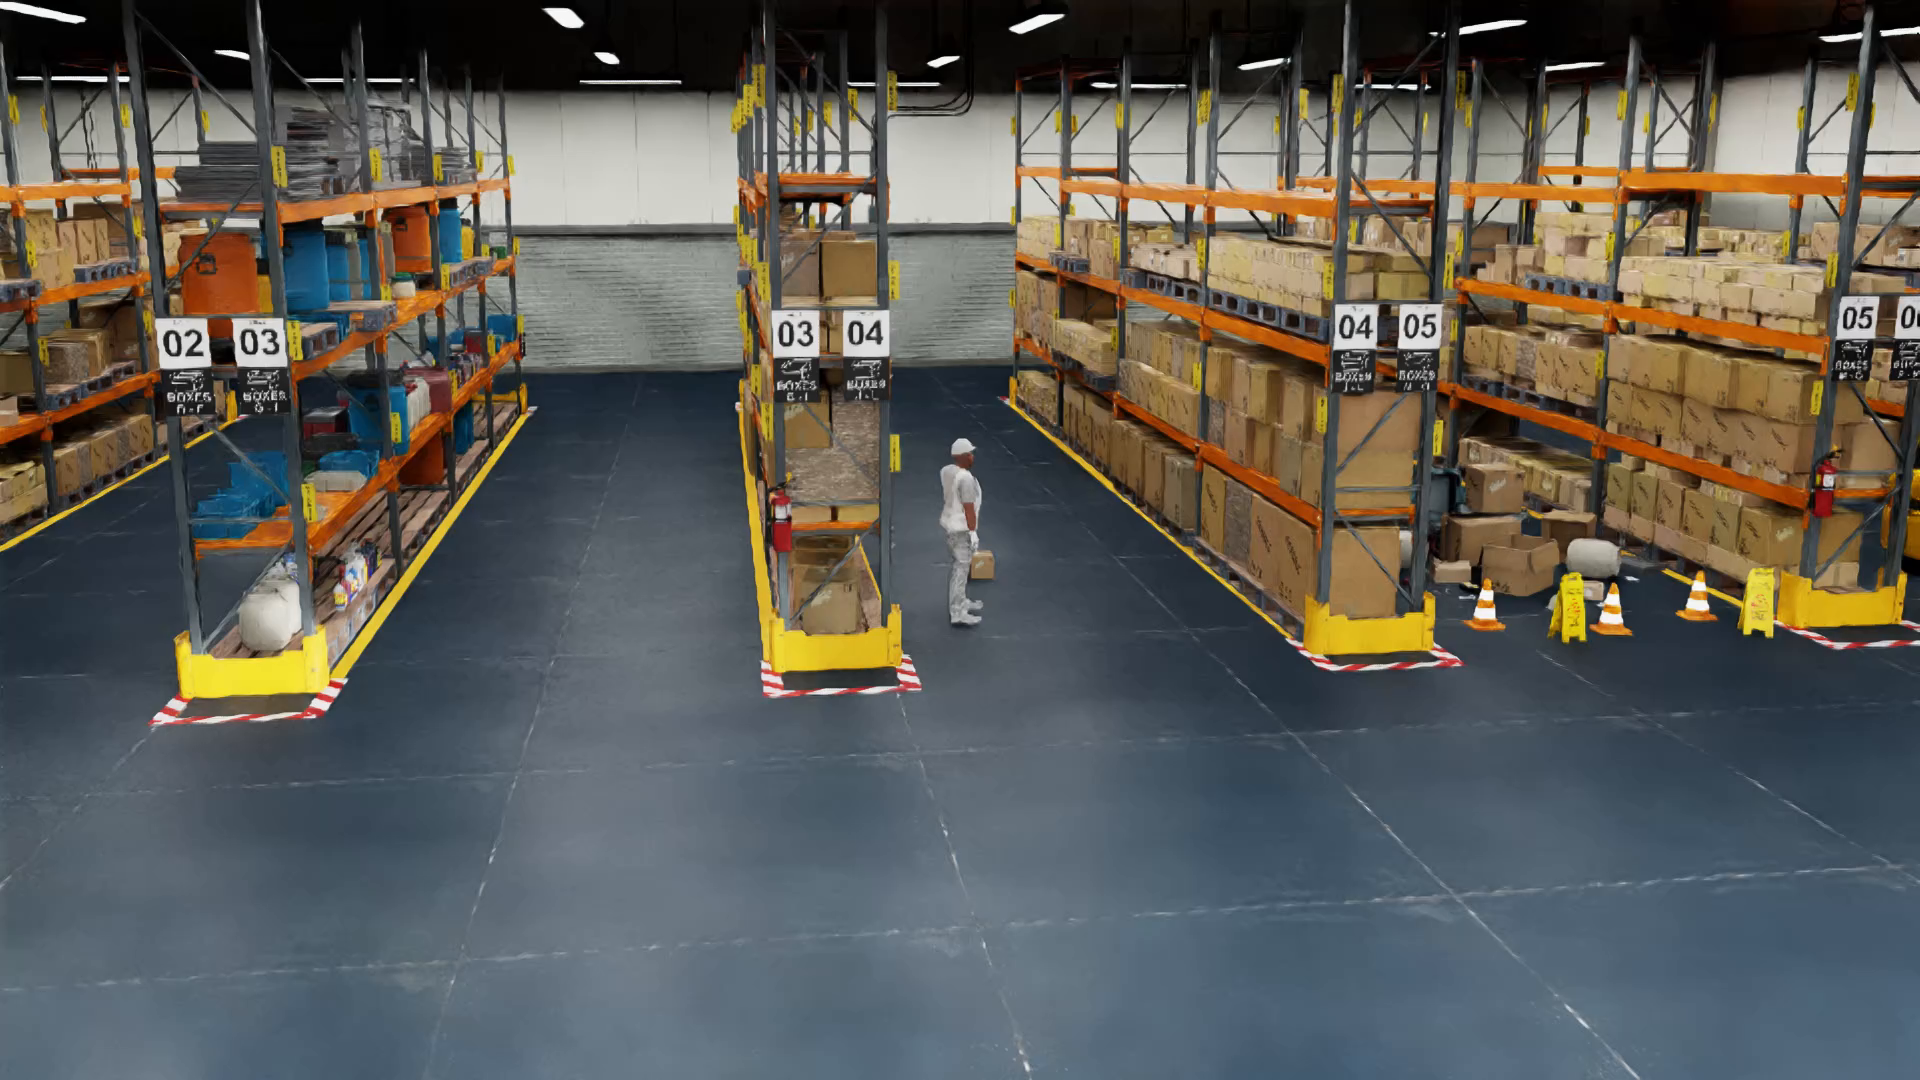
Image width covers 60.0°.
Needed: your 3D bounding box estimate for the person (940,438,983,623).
[{"bbox_3d":[0.063,-0.114,16.313,0.478,1.780,0.620,-5,14,-21],"label":"person"}]
